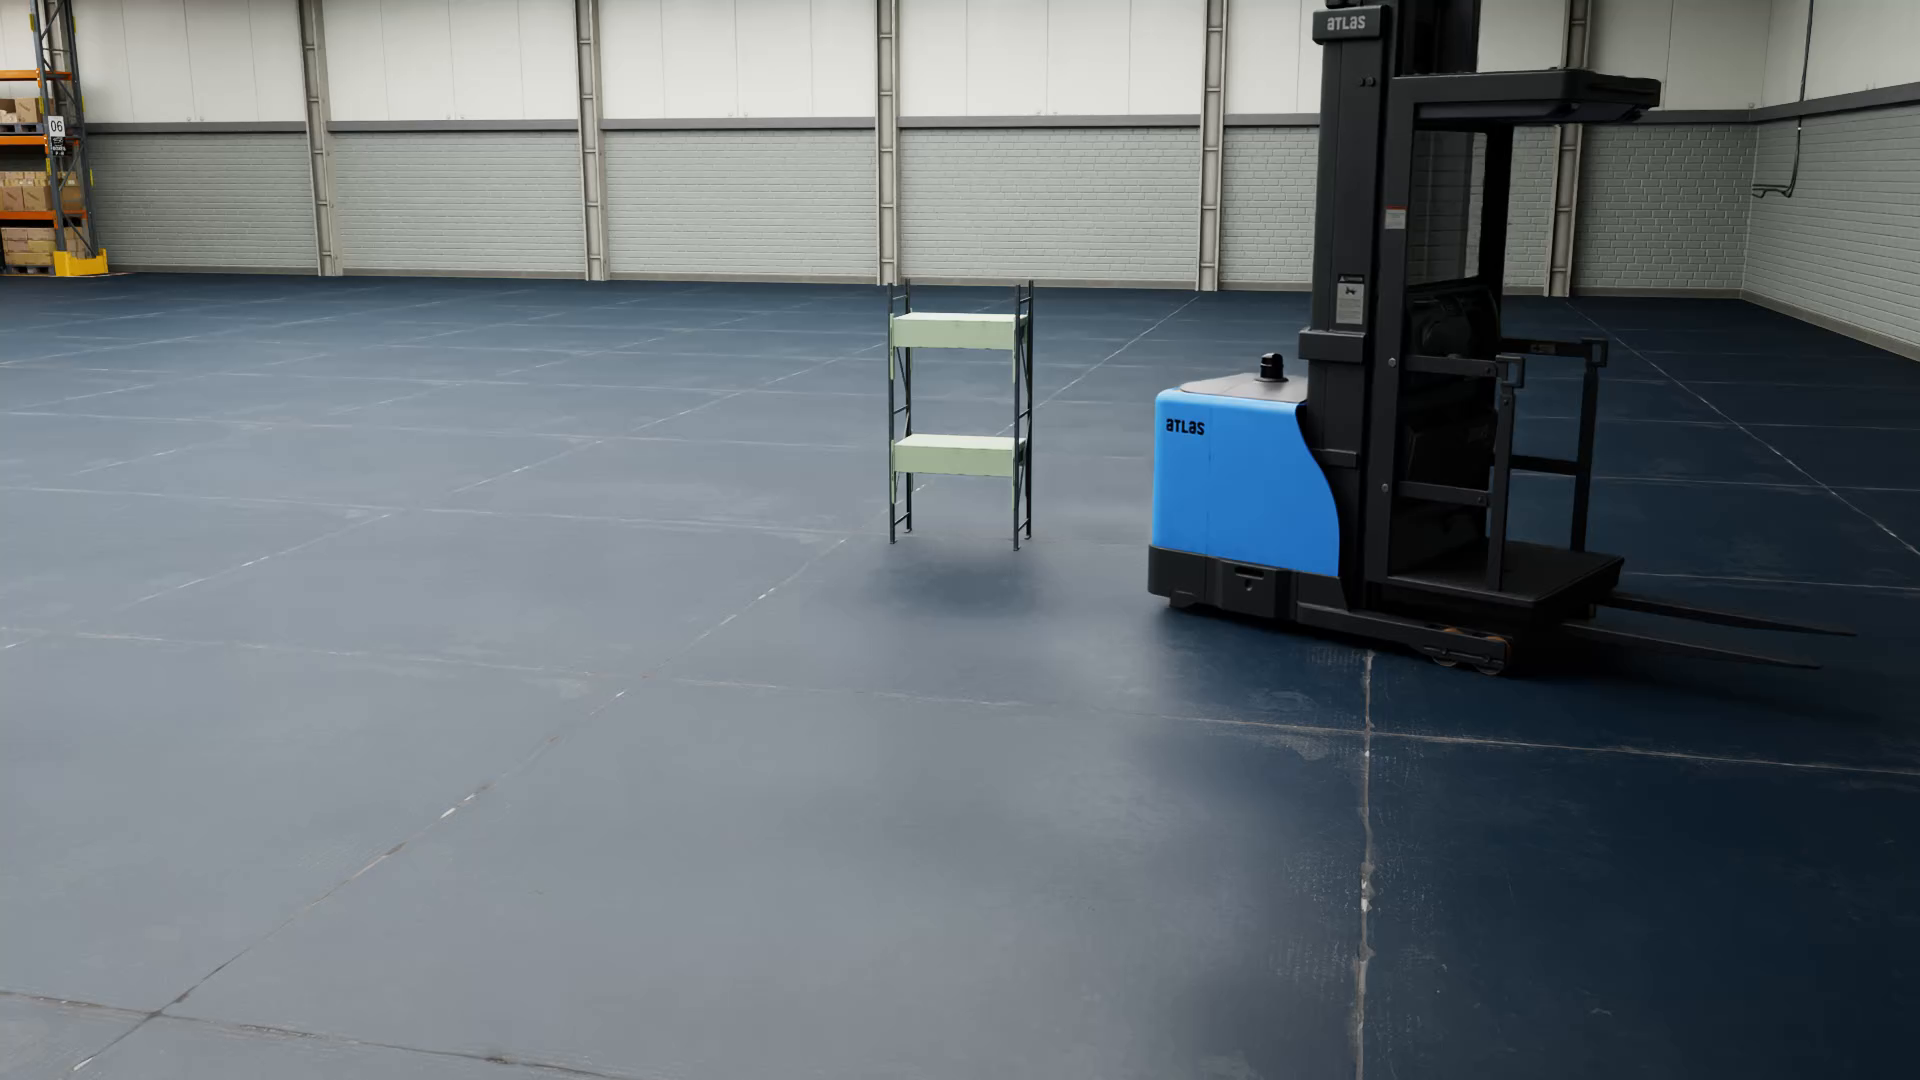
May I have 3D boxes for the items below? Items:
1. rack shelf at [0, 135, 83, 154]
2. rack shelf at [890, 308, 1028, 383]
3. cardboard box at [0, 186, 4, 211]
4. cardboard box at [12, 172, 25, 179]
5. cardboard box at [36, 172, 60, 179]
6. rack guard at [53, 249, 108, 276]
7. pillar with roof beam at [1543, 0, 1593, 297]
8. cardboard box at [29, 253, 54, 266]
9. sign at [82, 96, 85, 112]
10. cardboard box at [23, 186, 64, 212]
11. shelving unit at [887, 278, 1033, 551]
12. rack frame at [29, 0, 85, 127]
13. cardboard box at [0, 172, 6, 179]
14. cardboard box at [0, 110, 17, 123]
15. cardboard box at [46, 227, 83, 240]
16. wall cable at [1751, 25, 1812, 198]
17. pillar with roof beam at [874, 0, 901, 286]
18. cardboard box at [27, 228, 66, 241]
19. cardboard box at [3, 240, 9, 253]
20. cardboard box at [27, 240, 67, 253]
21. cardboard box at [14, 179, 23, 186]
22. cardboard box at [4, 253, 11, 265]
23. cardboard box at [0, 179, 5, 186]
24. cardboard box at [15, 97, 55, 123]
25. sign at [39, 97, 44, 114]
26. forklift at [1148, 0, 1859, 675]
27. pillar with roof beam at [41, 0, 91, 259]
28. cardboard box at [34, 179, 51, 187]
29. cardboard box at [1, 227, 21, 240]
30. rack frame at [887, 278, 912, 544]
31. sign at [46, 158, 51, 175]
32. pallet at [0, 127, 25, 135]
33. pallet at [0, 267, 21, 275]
[{"bbox_3d":[-20.301,-8.231,34.642,4.000,0.370,1.077,3,13,14],"label":"rack shelf"},{"bbox_3d":[0.006,-1.113,9.485,0.720,0.370,0.431,3,13,14],"label":"rack shelf"},{"bbox_3d":[-19.899,-7.088,34.526,0.500,0.500,0.500,3,13,12],"label":"cardboard box"},{"bbox_3d":[-19.265,-7.513,34.256,0.250,0.149,0.380,3,13,15],"label":"cardboard box"},{"bbox_3d":[-18.758,-7.499,34.192,0.250,0.149,0.380,3,13,14],"label":"cardboard box"},{"bbox_3d":[-18.336,-5.792,34.686,0.348,0.500,1.175,3,13,14],"label":"rack guard"},{"bbox_3d":[9.275,-7.706,23.691,0.400,9.000,9.100,3,13,14],"label":"pillar with roof beam"},{"bbox_3d":[-18.891,-5.834,34.484,0.500,0.250,0.500,3,13,14],"label":"cardboard box"},{"bbox_3d":[-18.221,-9.060,34.518,0.005,0.325,0.100,3,13,14],"label":"sign"},{"bbox_3d":[-18.900,-7.033,34.276,0.500,0.500,0.500,3,13,12],"label":"cardboard box"},{"bbox_3d":[0.006,-0.732,9.570,0.755,1.500,0.431,3,13,14],"label":"shelving unit"},{"bbox_3d":[-18.359,-9.942,33.771,0.127,3.000,1.000,3,13,14],"label":"rack frame"},{"bbox_3d":[-19.768,-7.532,34.340,0.250,0.149,0.380,3,13,15],"label":"cardboard box"},{"bbox_3d":[-19.483,-8.659,34.020,0.258,0.266,0.396,3,13,14],"label":"cardboard box"},{"bbox_3d":[-18.781,-6.429,34.857,0.500,0.250,0.500,3,13,13],"label":"cardboard box"},{"bbox_3d":[12.850,-6.664,26.165,0.112,2.526,3.097,3,13,14],"label":"wall cable"},{"bbox_3d":[-2.375,-8.329,26.498,0.400,9.000,9.100,3,13,14],"label":"pillar with roof beam"},{"bbox_3d":[-18.881,-6.323,34.377,0.500,0.250,0.500,4,13,15],"label":"cardboard box"},{"bbox_3d":[-19.897,-6.131,34.665,0.500,0.250,0.500,3,13,12],"label":"cardboard box"},{"bbox_3d":[-18.907,-6.080,34.437,0.500,0.250,0.500,3,13,13],"label":"cardboard box"},{"bbox_3d":[-19.256,-7.372,34.306,0.250,0.149,0.380,3,13,15],"label":"cardboard box"},{"bbox_3d":[-19.855,-5.890,34.735,0.500,0.250,0.500,3,13,14],"label":"cardboard box"},{"bbox_3d":[-19.764,-7.391,34.392,0.250,0.149,0.380,3,13,12],"label":"cardboard box"},{"bbox_3d":[-18.848,-8.752,33.902,0.500,0.500,0.500,3,13,15],"label":"cardboard box"},{"bbox_3d":[-18.503,-8.758,33.498,0.005,0.325,0.100,3,13,14],"label":"sign"},{"bbox_3d":[2.389,-0.982,7.391,3.031,2.935,1.130,10,16,39],"label":"forklift"},{"bbox_3d":[-19.851,-9.263,30.708,0.400,9.000,9.100,3,13,14],"label":"pillar with roof beam"},{"bbox_3d":[-18.763,-7.338,34.156,0.250,0.149,0.380,3,13,14],"label":"cardboard box"},{"bbox_3d":[-19.871,-6.372,34.600,0.500,0.250,0.500,3,13,14],"label":"cardboard box"},{"bbox_3d":[-0.349,-0.751,9.655,0.023,1.500,0.400,3,13,14],"label":"rack frame"},{"bbox_3d":[-18.503,-7.581,33.759,0.005,0.325,0.100,3,13,14],"label":"sign"},{"bbox_3d":[-20.228,-8.540,34.579,1.213,0.211,1.003,3,13,14],"label":"pallet"},{"bbox_3d":[-20.293,-5.747,35.150,1.213,0.211,1.003,3,13,14],"label":"pallet"}]
